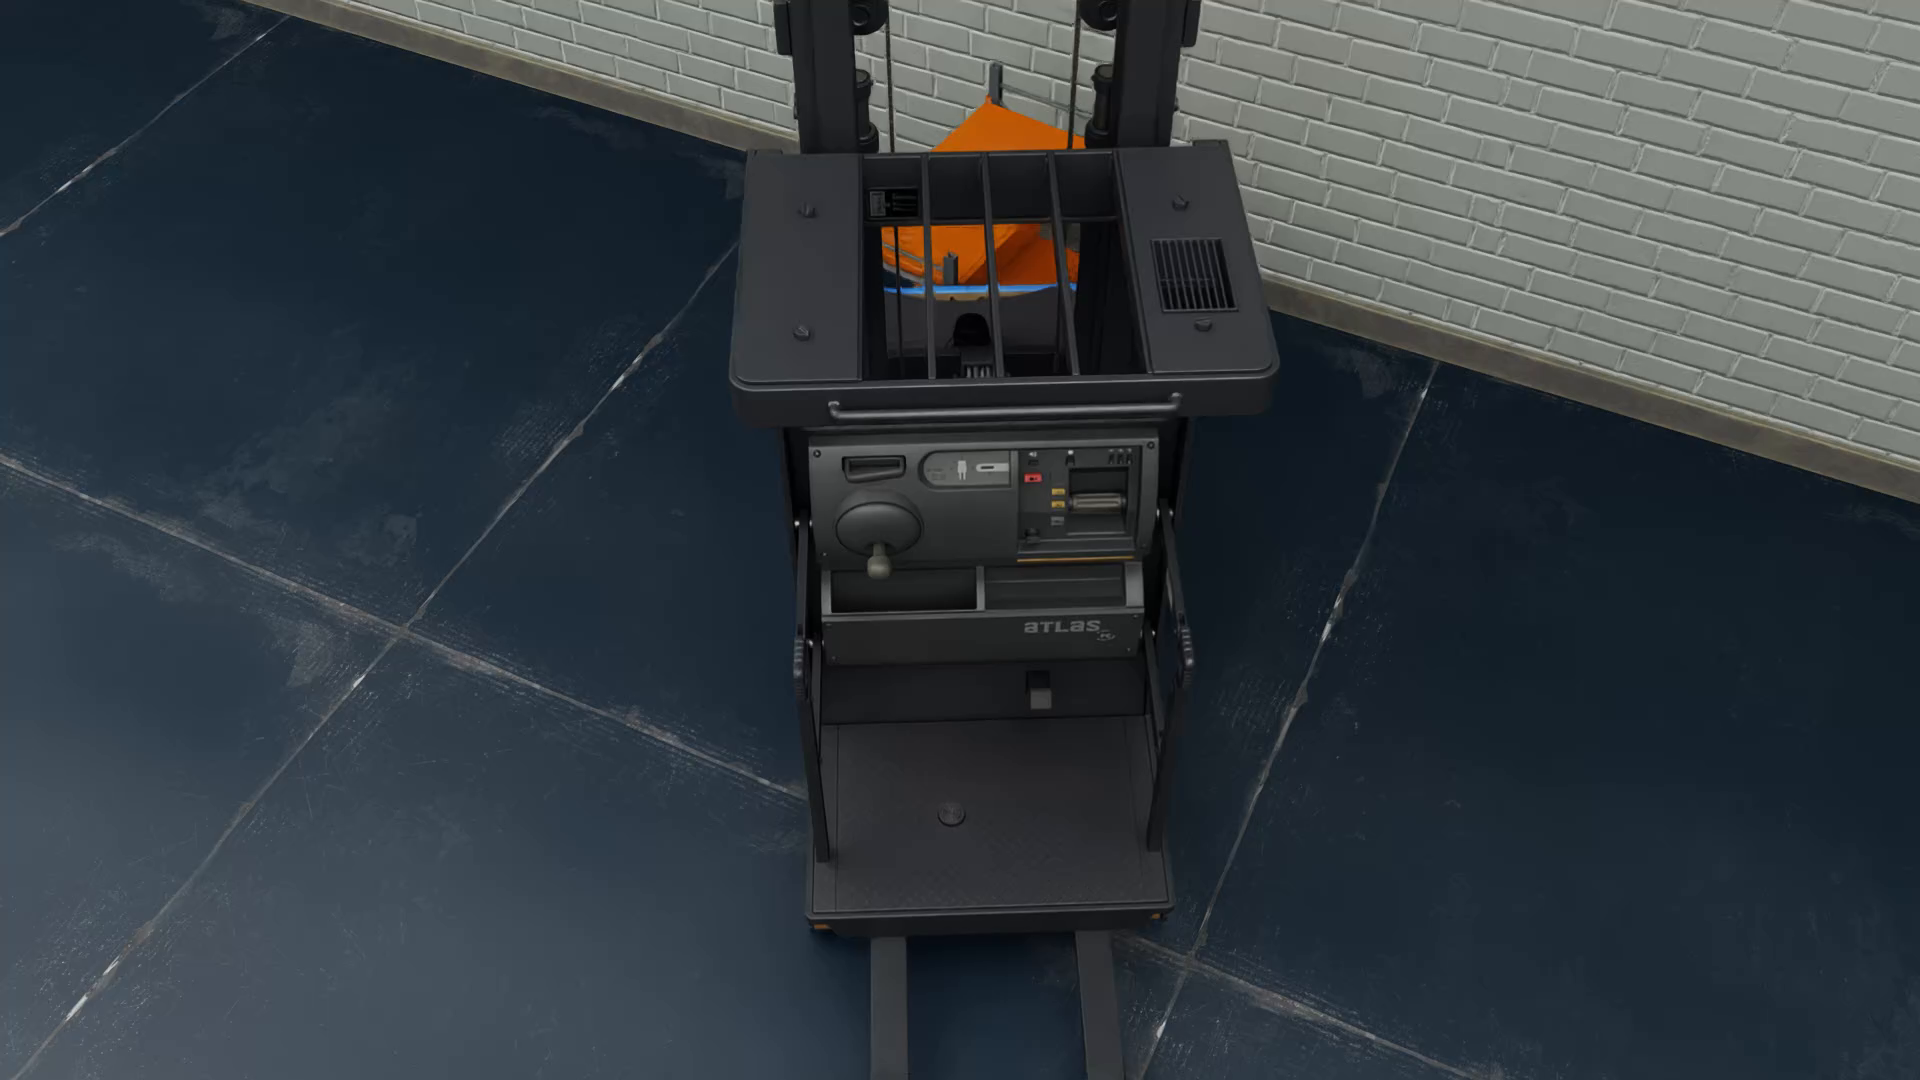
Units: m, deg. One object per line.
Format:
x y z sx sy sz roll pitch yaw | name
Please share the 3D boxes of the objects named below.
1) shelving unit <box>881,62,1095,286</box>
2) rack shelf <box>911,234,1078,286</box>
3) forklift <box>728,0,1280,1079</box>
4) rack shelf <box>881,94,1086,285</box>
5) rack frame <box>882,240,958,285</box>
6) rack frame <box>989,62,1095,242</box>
0.053 -1.016 6.376 0.538 1.125 1.048 26 54 21 | shelving unit
0.053 -0.857 6.562 0.538 0.278 1.000 26 54 21 | rack shelf
0.075 0.009 4.318 1.130 2.935 3.031 -2 50 -1 | forklift
0.053 -1.206 6.153 0.538 0.278 1.000 26 54 21 | rack shelf
-0.224 -0.691 6.099 0.500 1.125 0.032 26 54 21 | rack frame
0.329 -1.341 6.652 0.500 1.125 0.032 26 54 21 | rack frame
